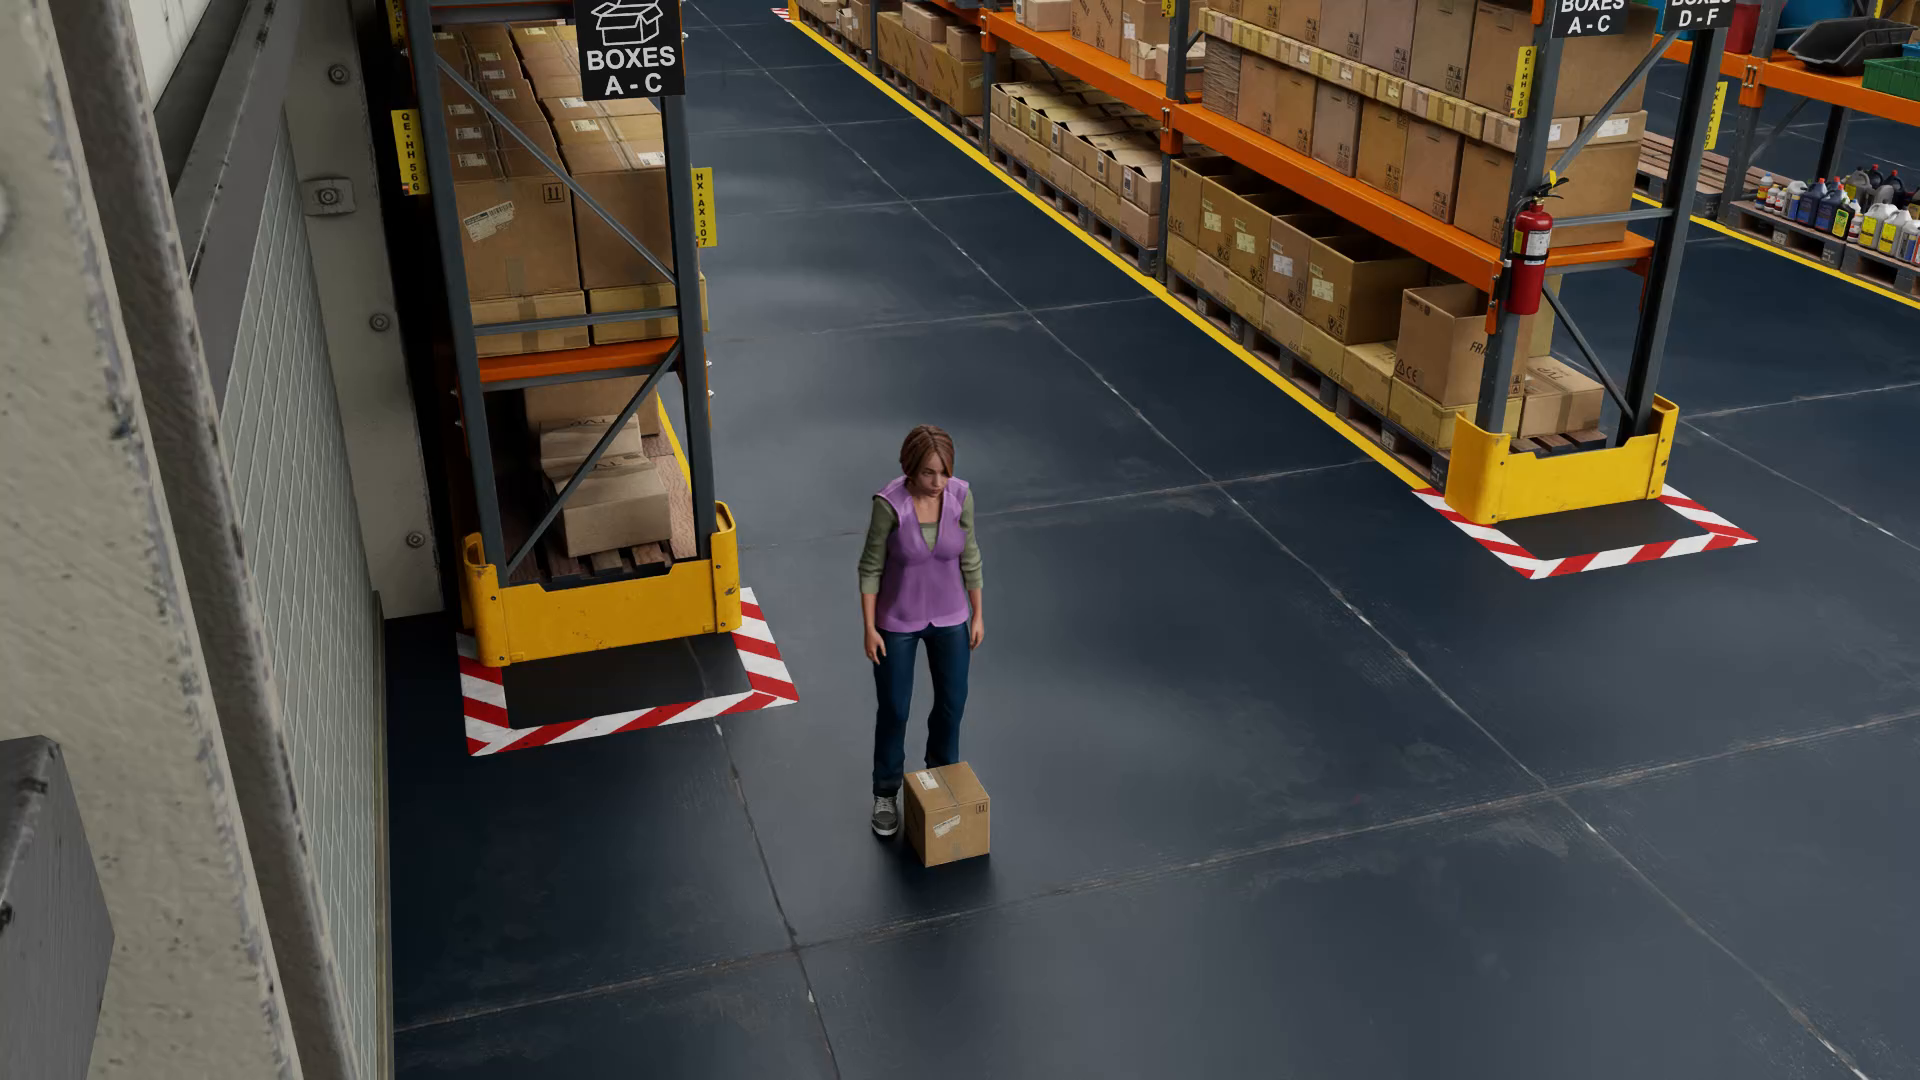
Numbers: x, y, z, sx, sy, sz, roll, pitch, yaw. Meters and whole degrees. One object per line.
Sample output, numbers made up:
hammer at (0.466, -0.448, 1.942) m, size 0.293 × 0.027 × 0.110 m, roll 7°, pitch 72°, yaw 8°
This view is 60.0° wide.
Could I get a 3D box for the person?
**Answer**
person at (-0.135, 0.307, 6.017) m, size 0.460 × 1.592 × 0.343 m, roll -8°, pitch 28°, yaw -16°
